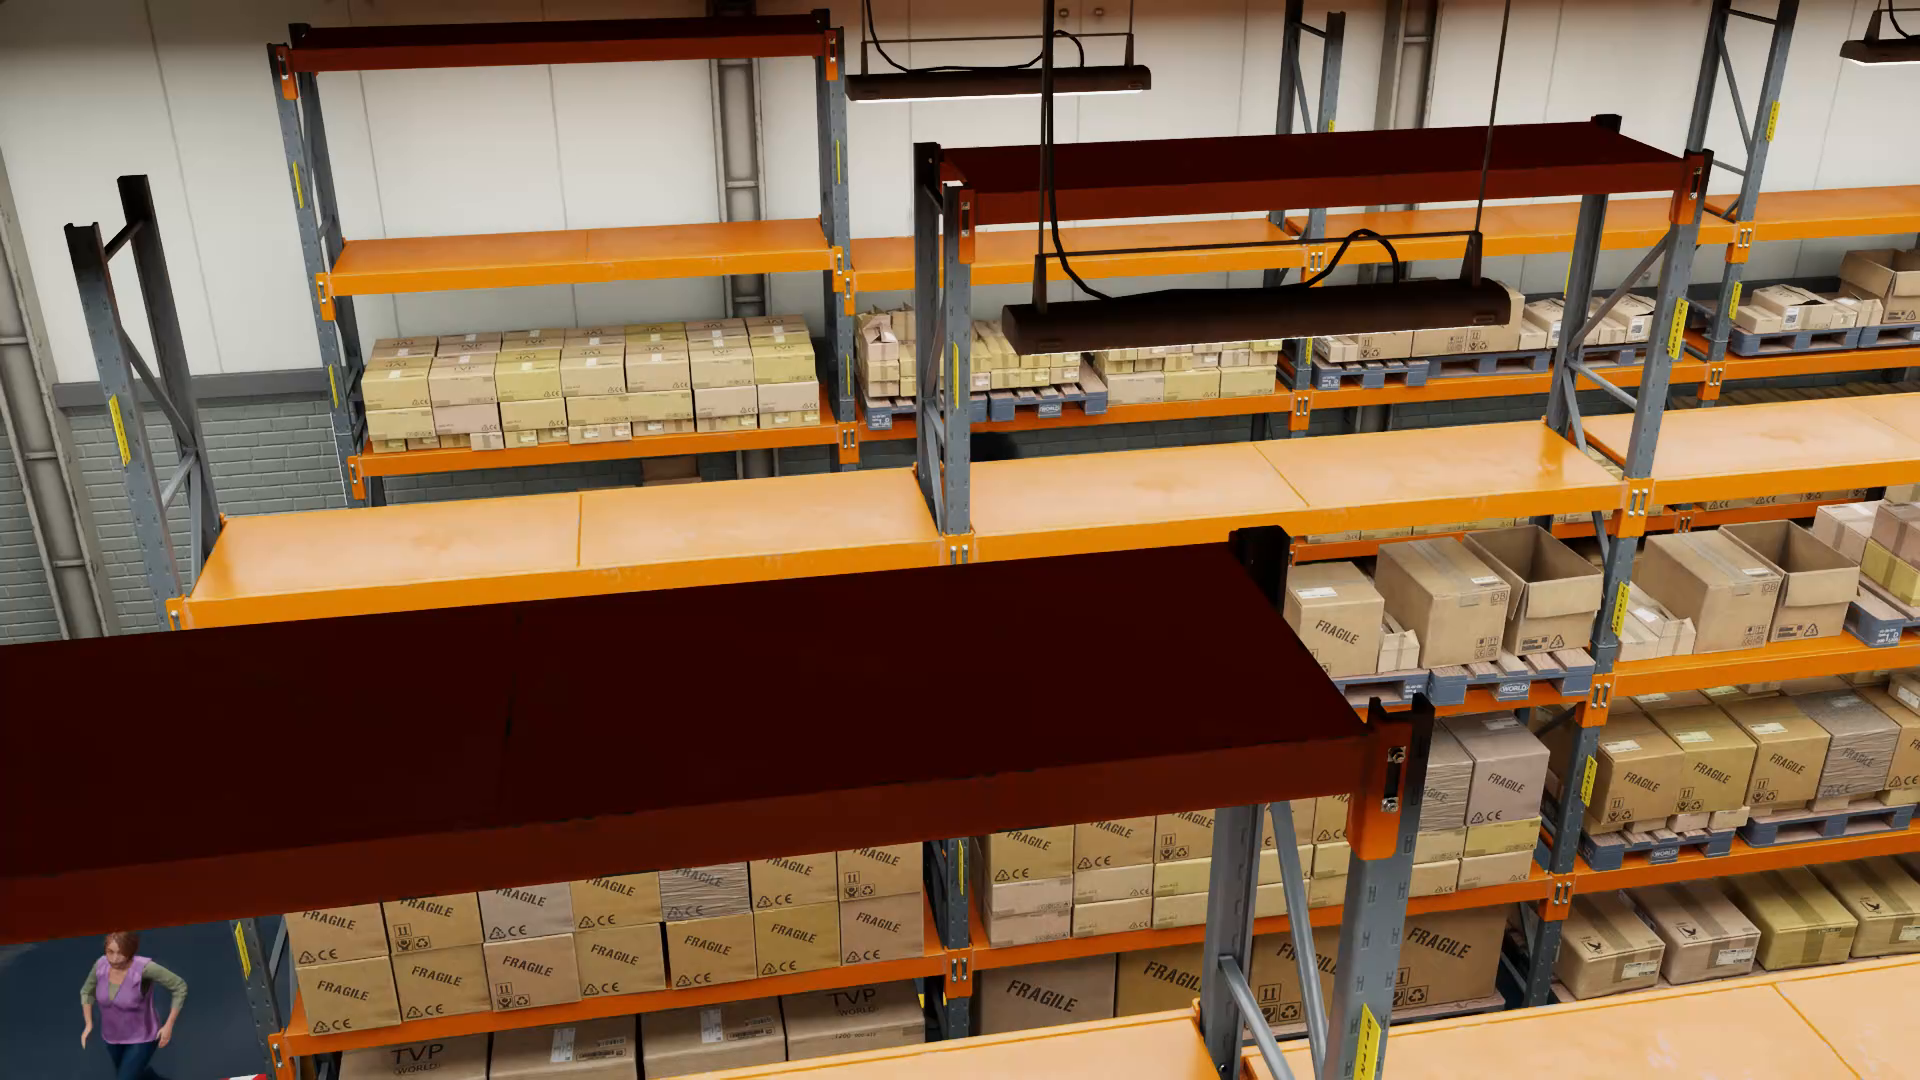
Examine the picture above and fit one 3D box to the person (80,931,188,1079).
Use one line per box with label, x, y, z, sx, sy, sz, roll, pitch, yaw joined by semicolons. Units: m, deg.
person;-5.066;3.039;10.204;0.610;1.557;0.569;6;26;11
